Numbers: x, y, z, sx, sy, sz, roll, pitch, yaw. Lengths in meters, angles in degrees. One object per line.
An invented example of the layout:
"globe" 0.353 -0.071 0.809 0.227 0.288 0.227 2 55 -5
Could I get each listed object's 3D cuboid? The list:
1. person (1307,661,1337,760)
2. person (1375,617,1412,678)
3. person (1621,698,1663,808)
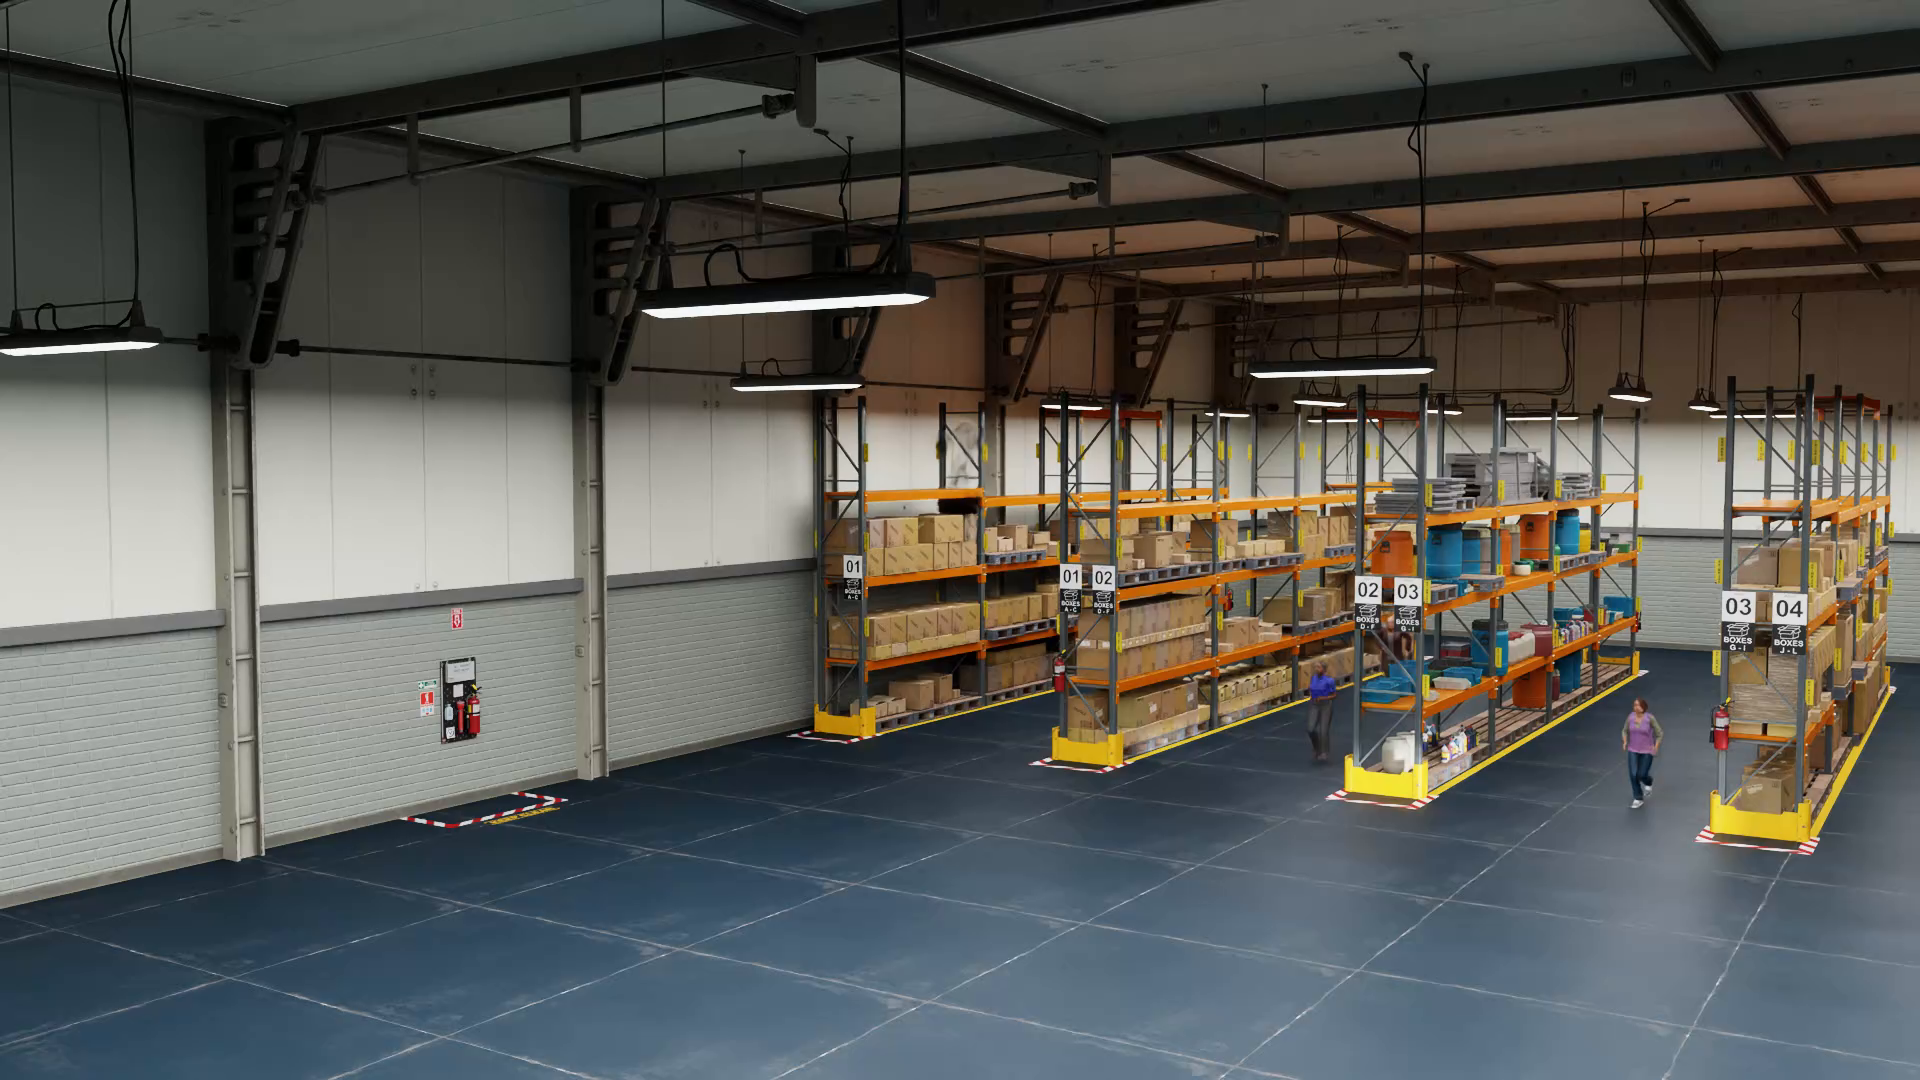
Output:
"person" 5.836 2.771 26.938 0.554 1.634 0.632 3 4 40
"person" 8.707 2.407 33.492 0.701 1.726 0.754 2 3 28
"person" 9.622 2.996 23.483 0.547 1.562 0.602 2 4 38
